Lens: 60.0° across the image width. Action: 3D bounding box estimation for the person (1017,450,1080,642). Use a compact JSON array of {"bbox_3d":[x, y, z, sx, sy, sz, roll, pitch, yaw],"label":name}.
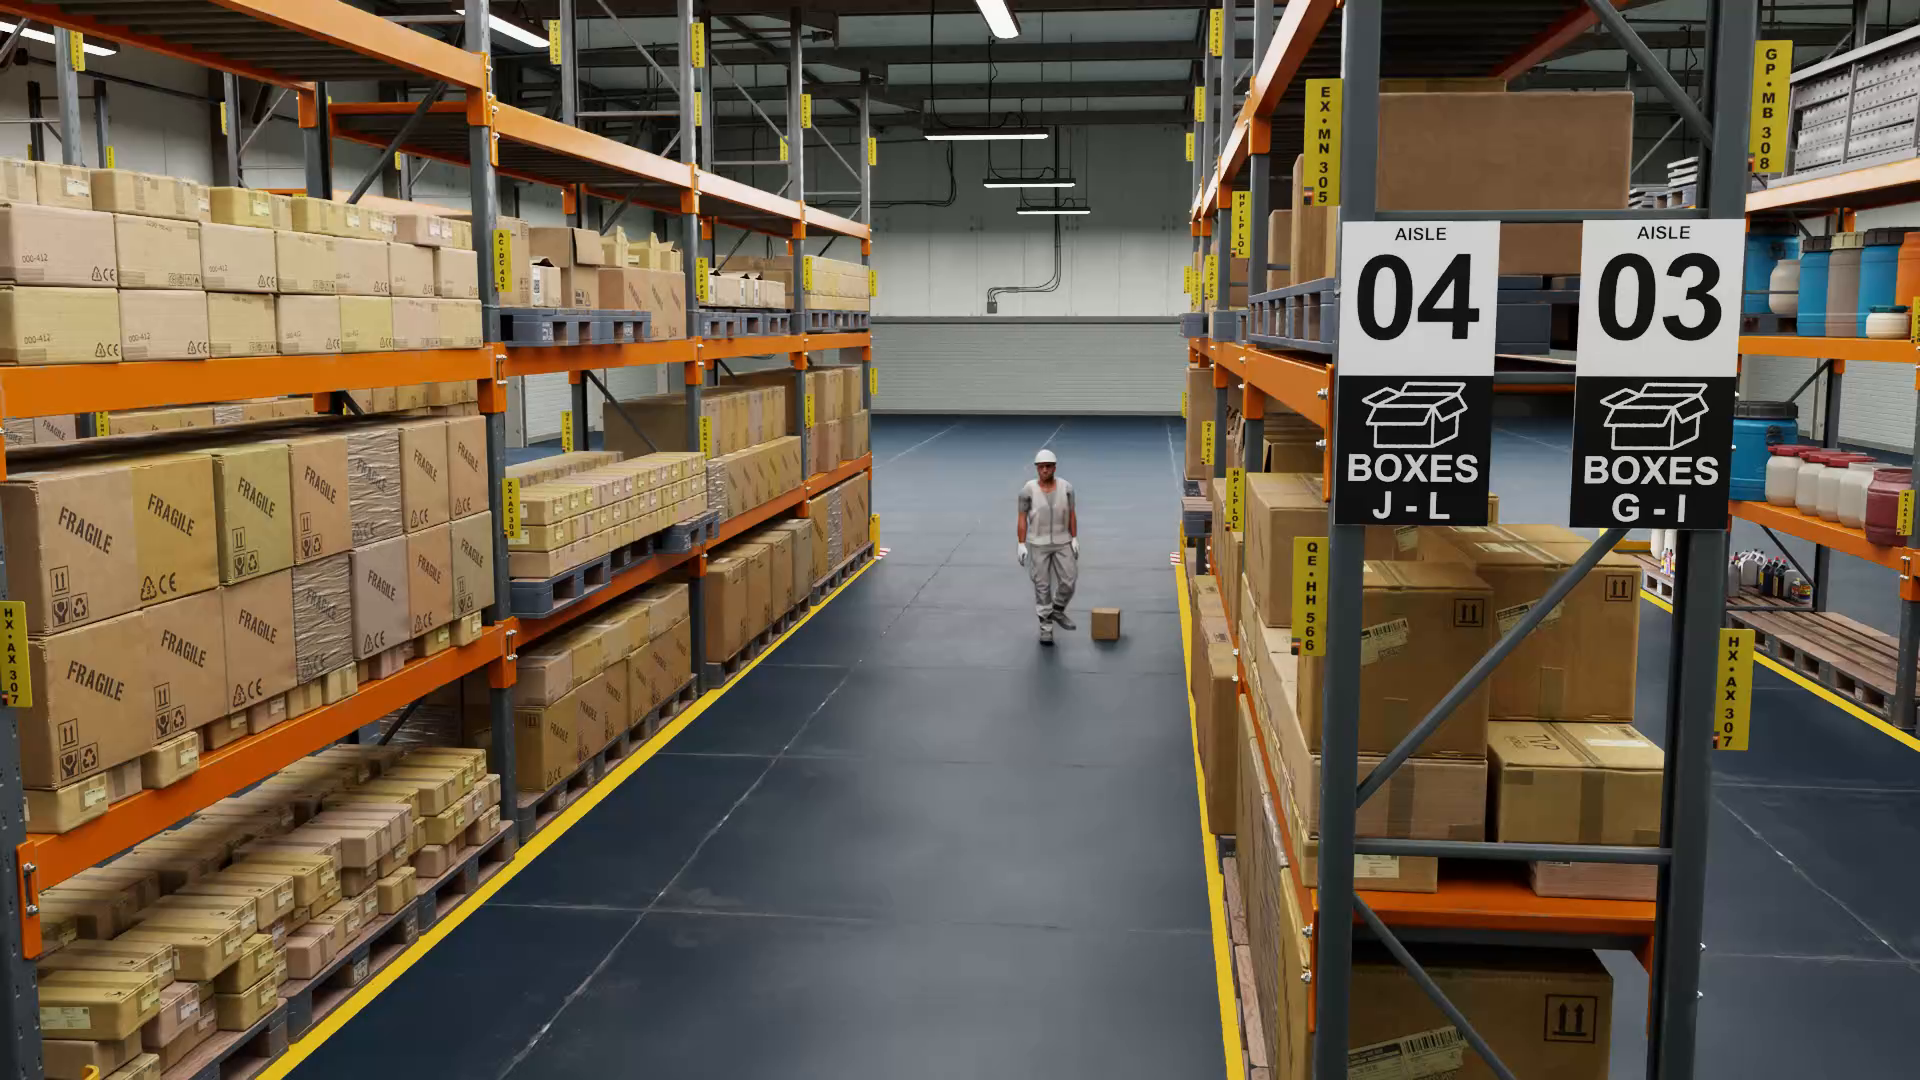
[{"bbox_3d":[0.814,0.051,15.245,0.595,1.782,0.528,-1,8,-6],"label":"person"}]
